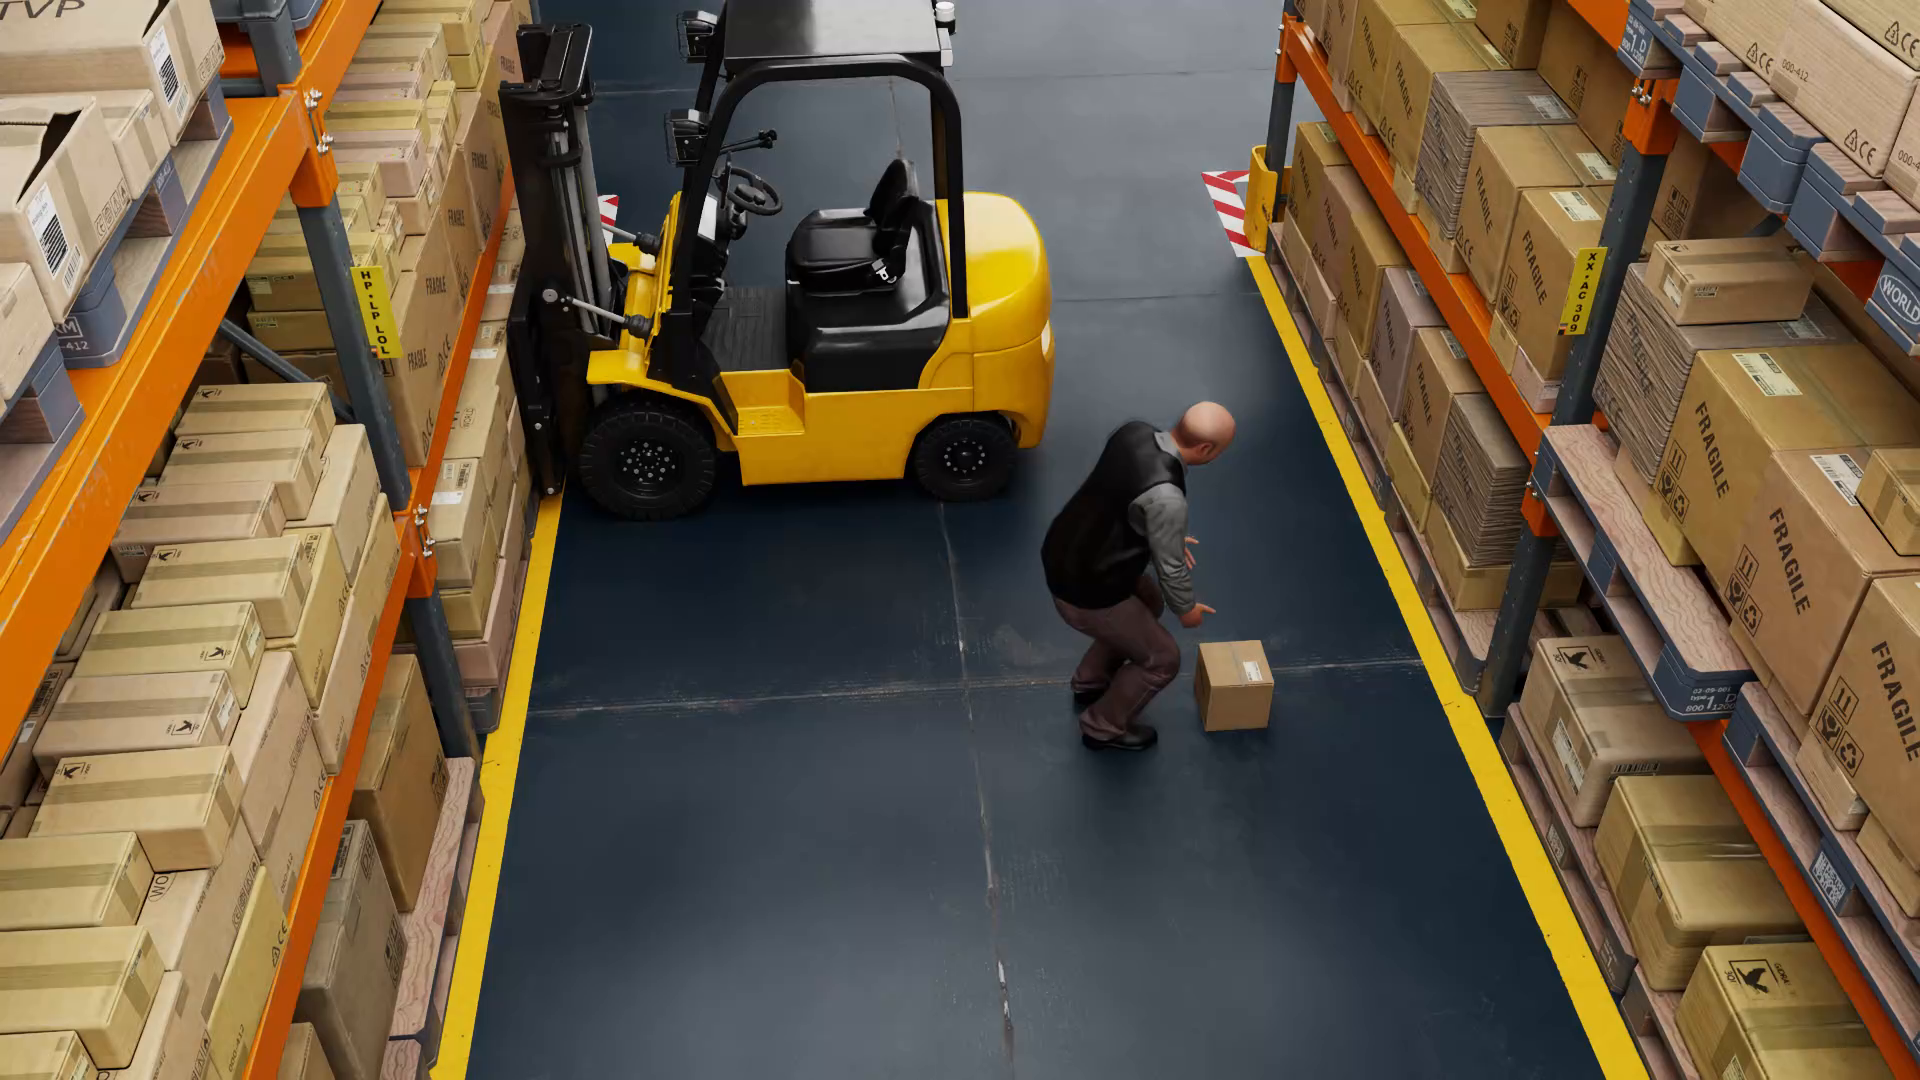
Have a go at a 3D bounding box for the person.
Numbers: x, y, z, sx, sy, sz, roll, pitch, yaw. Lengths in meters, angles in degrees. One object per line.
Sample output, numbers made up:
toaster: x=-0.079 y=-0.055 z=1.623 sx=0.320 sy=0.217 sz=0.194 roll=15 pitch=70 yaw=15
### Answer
person: x=0.639 y=0.115 z=6.245 sx=0.670 sy=1.461 sz=0.590 roll=-3 pitch=39 yaw=-4
